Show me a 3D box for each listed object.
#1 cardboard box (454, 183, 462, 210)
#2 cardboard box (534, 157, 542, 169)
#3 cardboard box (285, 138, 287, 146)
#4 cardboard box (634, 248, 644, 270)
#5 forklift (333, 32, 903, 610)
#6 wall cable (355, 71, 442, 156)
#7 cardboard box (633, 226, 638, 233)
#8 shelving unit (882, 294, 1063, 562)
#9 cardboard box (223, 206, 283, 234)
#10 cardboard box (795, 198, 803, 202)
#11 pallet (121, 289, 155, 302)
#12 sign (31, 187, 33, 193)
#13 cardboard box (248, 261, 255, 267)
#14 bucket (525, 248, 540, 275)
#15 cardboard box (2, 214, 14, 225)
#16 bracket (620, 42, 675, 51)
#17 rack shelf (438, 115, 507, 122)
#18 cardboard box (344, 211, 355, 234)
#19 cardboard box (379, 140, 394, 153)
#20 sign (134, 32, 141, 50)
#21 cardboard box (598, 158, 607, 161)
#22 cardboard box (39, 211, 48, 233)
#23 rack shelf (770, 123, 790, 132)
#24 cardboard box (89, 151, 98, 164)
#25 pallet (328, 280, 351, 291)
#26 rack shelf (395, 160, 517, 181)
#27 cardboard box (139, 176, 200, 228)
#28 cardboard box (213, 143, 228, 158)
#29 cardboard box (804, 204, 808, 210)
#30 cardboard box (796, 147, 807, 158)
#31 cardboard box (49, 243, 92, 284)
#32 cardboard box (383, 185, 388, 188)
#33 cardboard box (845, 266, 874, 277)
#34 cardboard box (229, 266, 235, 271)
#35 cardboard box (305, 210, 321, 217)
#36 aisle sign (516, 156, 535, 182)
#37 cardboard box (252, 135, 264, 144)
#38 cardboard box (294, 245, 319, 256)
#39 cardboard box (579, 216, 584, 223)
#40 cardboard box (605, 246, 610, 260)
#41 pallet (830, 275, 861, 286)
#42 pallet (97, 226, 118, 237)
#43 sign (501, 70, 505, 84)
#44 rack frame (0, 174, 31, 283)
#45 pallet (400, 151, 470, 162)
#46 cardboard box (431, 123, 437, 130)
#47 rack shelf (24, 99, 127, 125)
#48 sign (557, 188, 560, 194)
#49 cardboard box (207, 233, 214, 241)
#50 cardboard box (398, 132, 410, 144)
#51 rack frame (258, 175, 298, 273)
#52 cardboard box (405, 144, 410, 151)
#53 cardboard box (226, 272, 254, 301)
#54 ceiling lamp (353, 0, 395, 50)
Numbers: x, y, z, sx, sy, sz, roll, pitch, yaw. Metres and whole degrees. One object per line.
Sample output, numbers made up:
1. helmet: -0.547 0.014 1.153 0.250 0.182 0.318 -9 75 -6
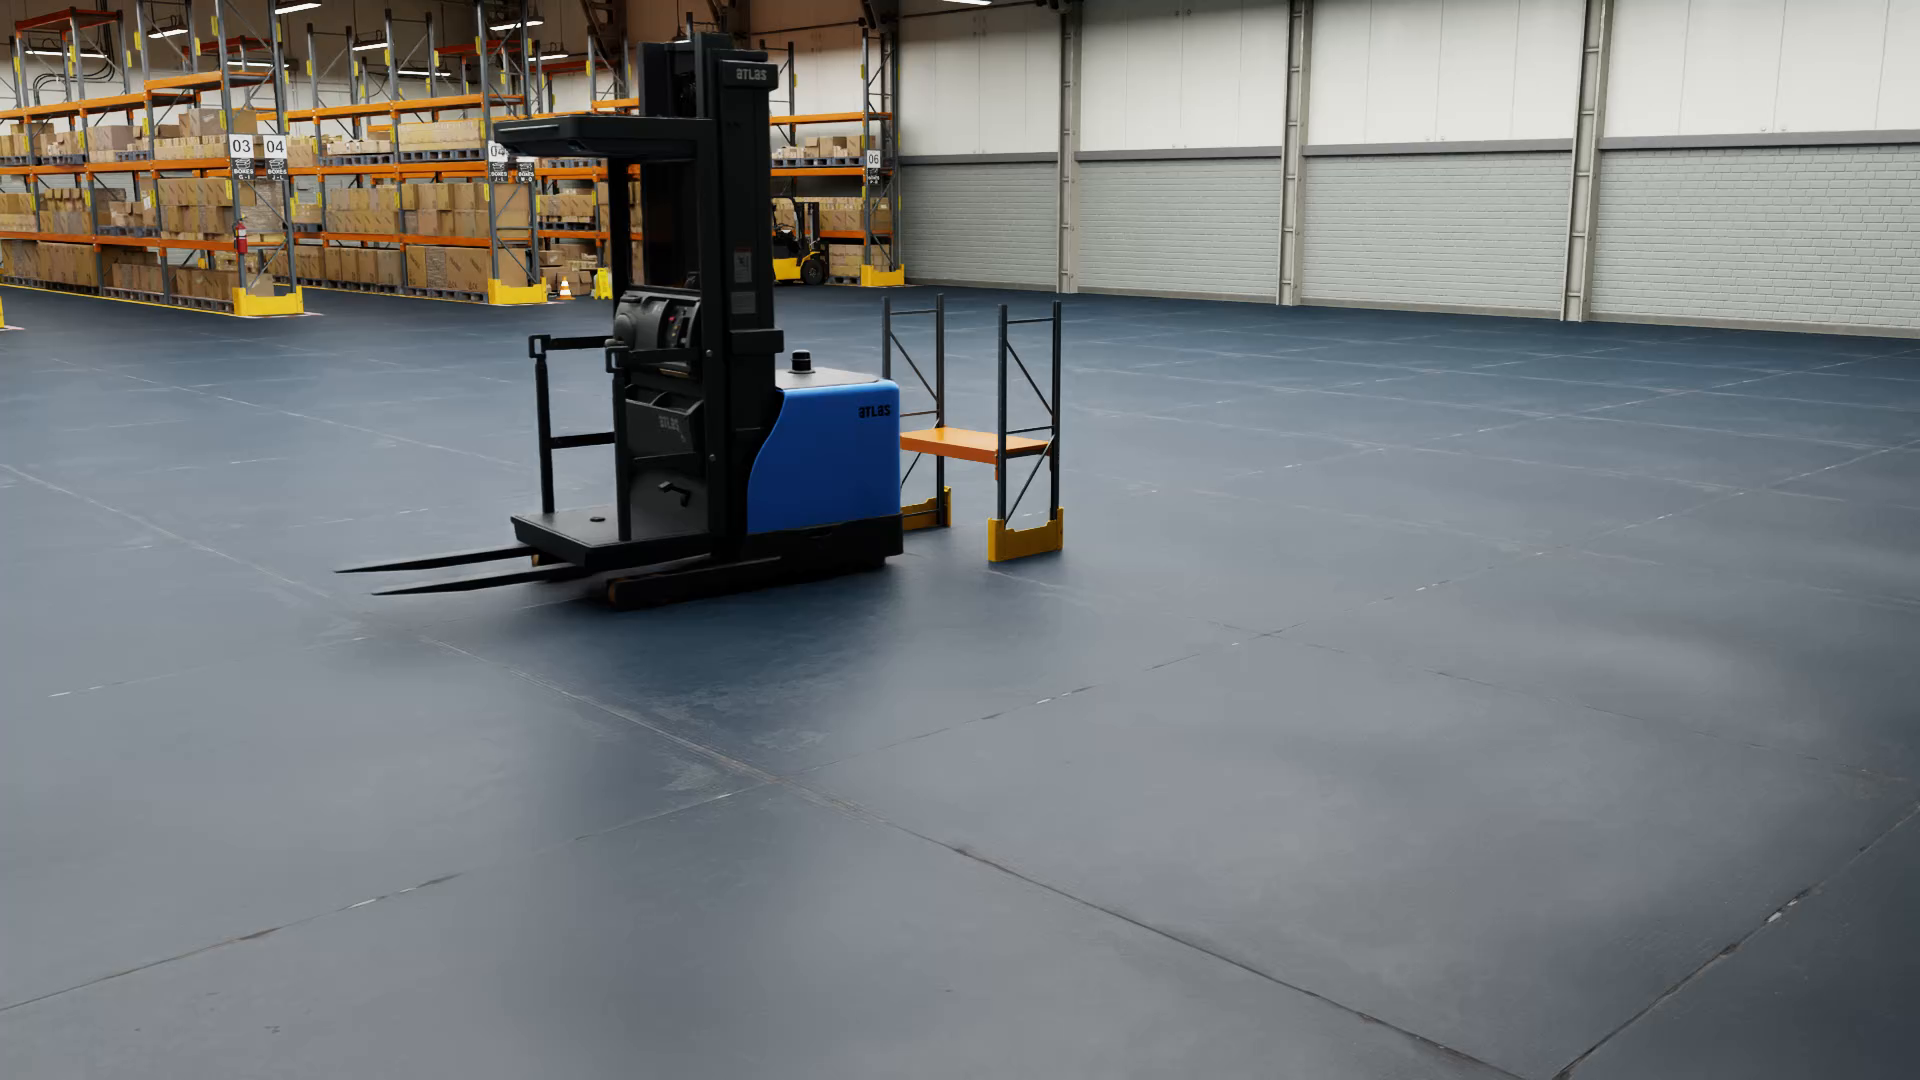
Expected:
1. cardboard box: -9.958 -7.122 34.498 0.875 0.550 0.550 -11 16 -43
2. cardboard box: -10.362 -9.542 41.612 0.700 0.500 0.500 -11 16 -43
3. cardboard box: -16.310 -9.525 40.479 0.797 0.503 0.637 -11 16 -43
4. cardboard box: -7.299 -6.530 38.589 0.500 0.500 0.500 -10 15 -40
5. forklift: -1.817 -1.192 8.933 3.031 2.935 1.130 -9 14 -36
6. wall cable: -18.079 -13.566 53.864 2.988 3.039 0.133 -11 16 -43
7. cardboard box: -7.384 -7.178 38.443 0.380 0.149 0.250 -11 16 -42
8. shelving unit: 0.053 -0.723 10.206 0.587 1.500 1.083 -11 16 -43
9. cardboard box: -13.012 -5.894 30.602 0.875 0.500 0.500 -11 16 -43
10. cardboard box: -3.923 -8.549 41.882 0.380 0.149 0.250 -11 16 -43
11. pallet: -16.799 -5.125 34.763 1.003 0.211 1.213 -11 16 -43
12. sign: -23.299 -8.707 41.784 0.100 0.325 0.005 -11 16 -43
13. cardboard box: -17.925 -7.038 42.424 0.250 0.149 0.380 11 16 42
14. bucket: -9.995 -6.318 37.990 0.726 0.611 0.620 -5 3 -23
15. cardboard box: -22.857 -7.766 40.308 0.500 0.250 0.500 11 16 43
16. bracket: -8.192 -13.880 46.560 0.076 0.066 4.783 -11 16 -43
17. rack shelf: -12.390 -10.846 43.528 1.077 0.370 4.000 -11 16 -43
18. cardboard box: -13.703 -7.258 37.957 0.500 0.500 0.500 -11 16 -43
19. cardboard box: -12.360 -8.607 36.402 0.500 0.250 0.500 -11 16 -42
20. sign: -15.811 -9.594 31.972 0.100 0.325 0.005 -11 16 -43
21. cardboard box: -8.141 -9.019 38.955 0.500 0.250 0.500 -11 16 -44
22. cardboard box: -20.802 -7.314 38.229 0.500 0.500 0.500 -11 16 -42
23. rack shelf: -6.040 -10.954 44.054 1.077 0.370 4.000 -11 16 -43
24. cardboard box: -18.036 -8.075 35.108 0.500 0.250 0.500 -11 16 -42
25. pallet: -14.029 -5.968 38.856 1.003 0.211 1.213 -11 16 -43
26. rack shelf: -10.376 -7.700 34.703 1.077 0.370 4.000 -11 16 -43
27. cardboard box: -15.861 -6.834 33.622 1.000 1.000 1.000 -11 16 -42
28. cardboard box: -13.168 -7.046 30.116 0.500 0.250 0.500 -10 16 -41
29. cardboard box: -3.766 -8.365 41.724 0.250 0.149 0.380 11 16 43
30. cardboard box: -3.854 -9.671 41.532 0.258 0.266 0.396 11 16 44
31. cardboard box: -19.865 -6.311 37.834 0.875 0.875 1.225 11 16 43
32. cardboard box: -16.160 -10.015 47.256 0.380 0.149 0.250 -10 15 -41
33. cardboard box: -2.450 -6.572 40.651 0.500 0.250 0.500 -11 16 -42
34. cardboard box: -18.836 -7.091 43.422 0.380 0.149 0.250 -11 16 -43
35. cardboard box: -15.190 -7.696 39.179 0.380 0.149 0.250 -10 16 -41
36. aisle sign: -8.729 -7.596 33.407 0.394 0.787 0.004 -11 16 -43
37. cardboard box: -12.675 -7.279 30.257 0.380 0.149 0.250 -11 16 -43
38. cardboard box: -15.877 -7.020 40.346 0.500 0.250 0.500 -10 16 -41
39. cardboard box: -8.971 -7.740 40.129 0.250 0.149 0.380 11 16 43
40. cardboard box: -10.013 -8.319 48.512 0.500 0.500 0.500 -10 15 -40
41. pallet: -2.455 -6.429 41.091 1.003 0.211 1.213 -11 16 -43
42. pallet: -17.607 -6.600 35.487 1.213 0.211 1.003 -11 16 -43
43. sign: -11.408 -11.559 41.510 0.100 0.325 0.005 -11 16 -43
44. rack frame: -23.701 -7.950 41.568 1.000 3.000 0.127 -11 16 -43
45. pallet: -11.199 -8.180 35.470 1.003 0.211 1.213 -11 16 -43
46. cardboard box: -10.701 -8.544 34.375 0.380 0.149 0.250 -11 16 -43
47. rack shelf: -19.558 -9.465 36.825 1.077 0.370 4.000 -11 16 -43
48. sign: -12.531 -10.820 51.843 0.100 0.325 0.005 -11 16 -43
49. cardboard box: -13.873 -5.685 31.196 0.380 0.149 0.250 -11 16 -43
50. cardboard box: -11.622 -8.561 35.444 0.500 0.250 0.500 -11 16 -42
51. rack frame: -17.282 -8.043 42.017 1.000 3.000 0.127 -11 16 -43
52. cardboard box: -11.571 -8.338 35.350 0.380 0.149 0.250 -11 16 -42
53. cardboard box: -13.508 -4.773 31.297 0.500 0.500 0.500 -6 13 -28
54. ceiling lamp: -14.775 -14.119 42.174 0.800 3.185 2.000 -11 16 -43
